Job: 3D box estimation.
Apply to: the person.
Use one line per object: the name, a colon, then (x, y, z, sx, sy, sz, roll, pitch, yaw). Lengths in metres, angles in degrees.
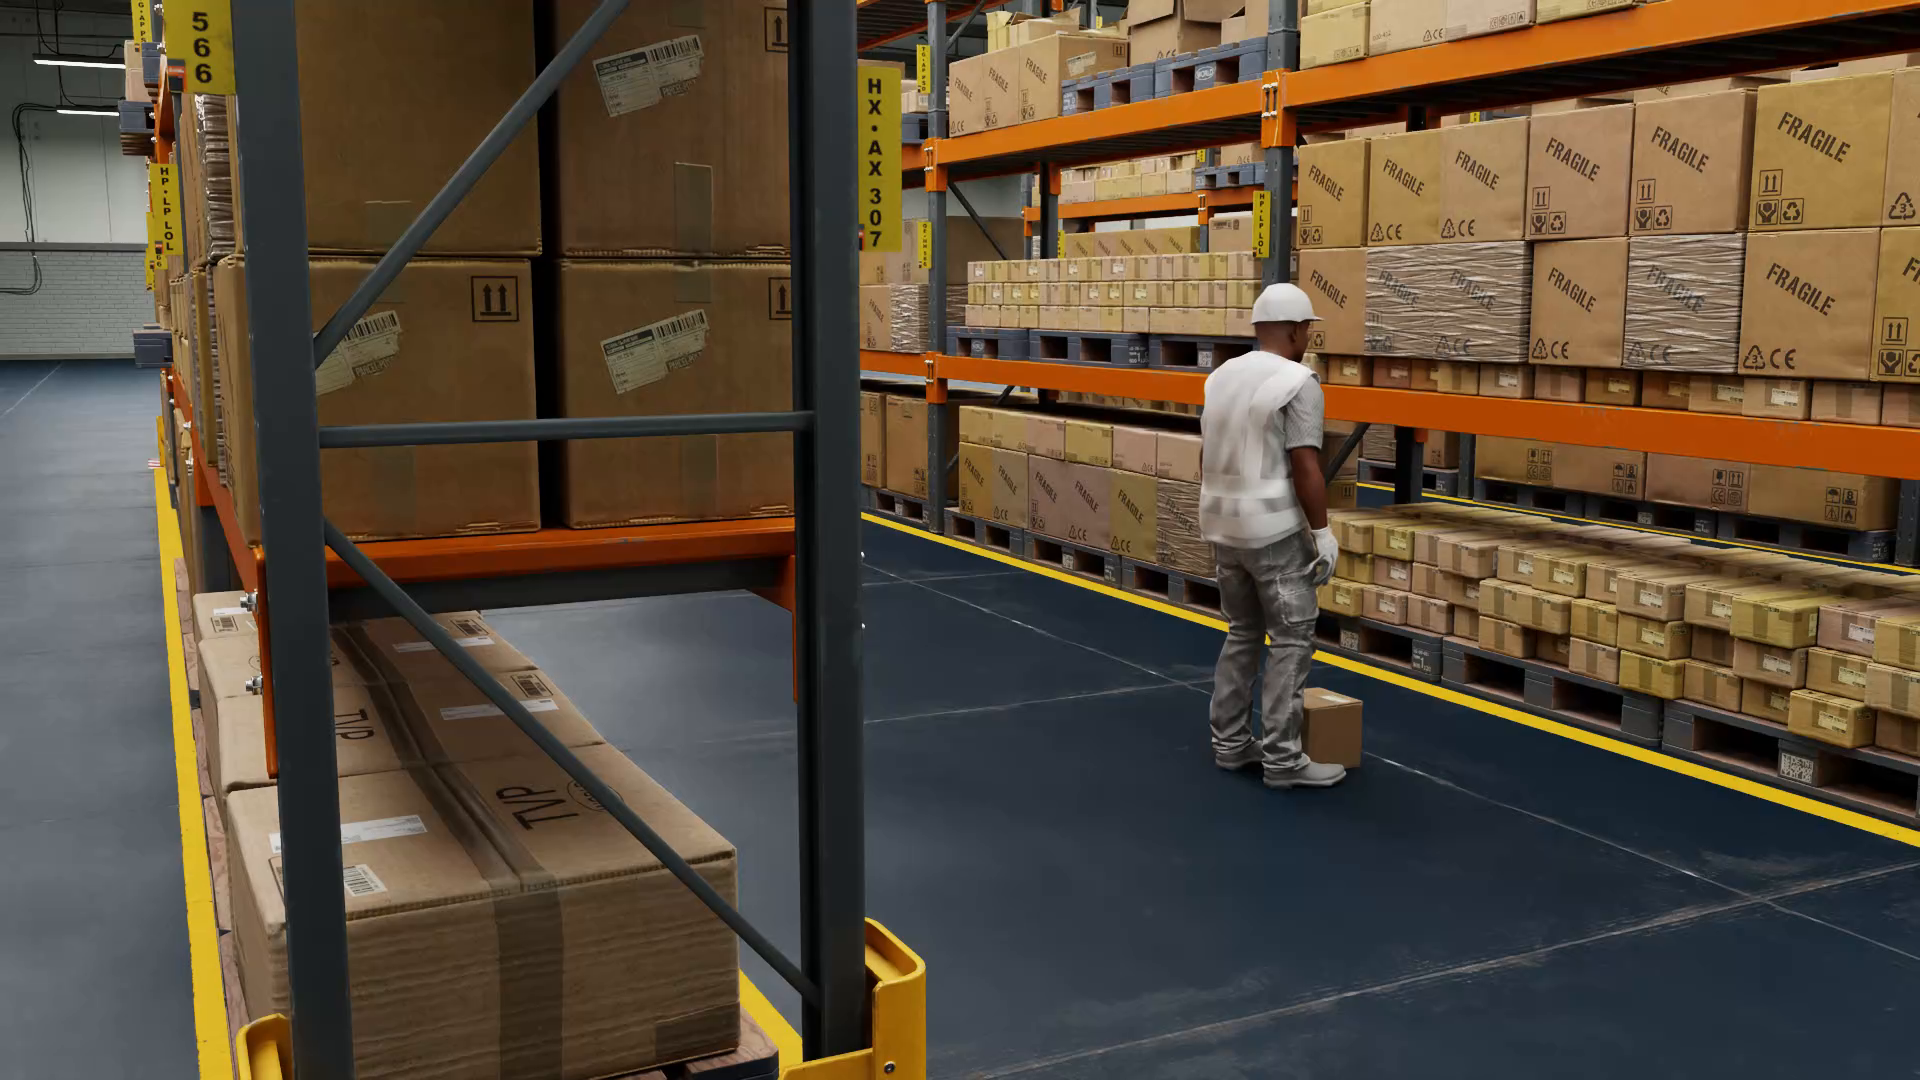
person: (1.107, -0.026, 5.983, 0.450, 1.771, 0.623, -5, 10, -29)
